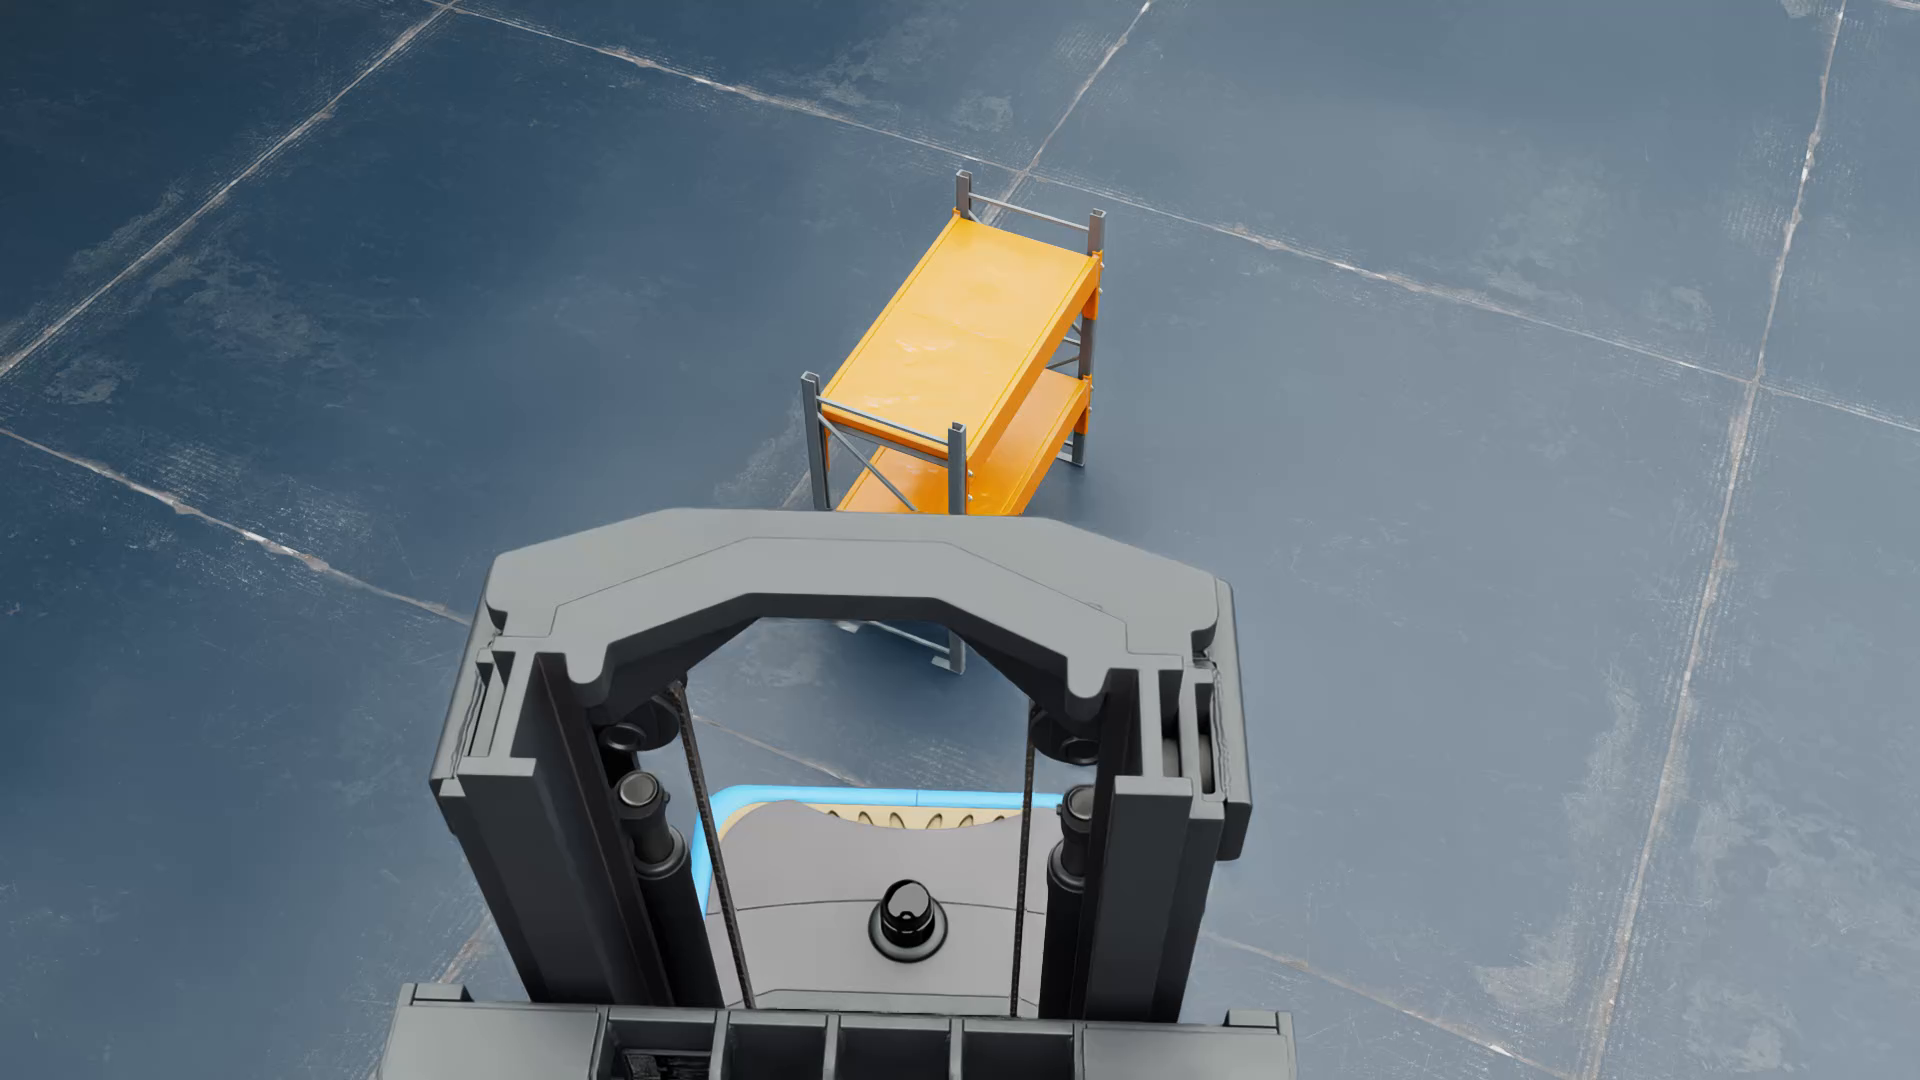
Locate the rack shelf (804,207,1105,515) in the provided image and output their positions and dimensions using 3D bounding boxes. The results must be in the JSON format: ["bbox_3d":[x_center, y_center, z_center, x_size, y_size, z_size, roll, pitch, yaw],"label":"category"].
[{"bbox_3d":[0.003,-0.559,5.103,0.538,0.278,1.000,20,52,16],"label":"rack shelf"}]

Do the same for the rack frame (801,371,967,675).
[{"bbox_3d":[-0.214,-0.019,5.028,0.500,1.125,0.032,20,52,16],"label":"rack frame"}]

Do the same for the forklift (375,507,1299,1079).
[{"bbox_3d":[-0.151,1.451,2.591,1.130,2.935,3.031,2,50,1],"label":"forklift"}]

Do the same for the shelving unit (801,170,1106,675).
[{"bbox_3d":[0.003,-0.369,5.326,0.538,1.125,1.048,20,52,16],"label":"shelving unit"}]

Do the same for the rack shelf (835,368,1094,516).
[{"bbox_3d":[0.003,-0.211,5.512,0.538,0.278,1.000,20,52,16],"label":"rack shelf"}]

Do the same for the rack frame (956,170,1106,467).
[{"bbox_3d":[0.220,-0.719,5.623,0.500,1.125,0.032,20,52,16],"label":"rack frame"}]
